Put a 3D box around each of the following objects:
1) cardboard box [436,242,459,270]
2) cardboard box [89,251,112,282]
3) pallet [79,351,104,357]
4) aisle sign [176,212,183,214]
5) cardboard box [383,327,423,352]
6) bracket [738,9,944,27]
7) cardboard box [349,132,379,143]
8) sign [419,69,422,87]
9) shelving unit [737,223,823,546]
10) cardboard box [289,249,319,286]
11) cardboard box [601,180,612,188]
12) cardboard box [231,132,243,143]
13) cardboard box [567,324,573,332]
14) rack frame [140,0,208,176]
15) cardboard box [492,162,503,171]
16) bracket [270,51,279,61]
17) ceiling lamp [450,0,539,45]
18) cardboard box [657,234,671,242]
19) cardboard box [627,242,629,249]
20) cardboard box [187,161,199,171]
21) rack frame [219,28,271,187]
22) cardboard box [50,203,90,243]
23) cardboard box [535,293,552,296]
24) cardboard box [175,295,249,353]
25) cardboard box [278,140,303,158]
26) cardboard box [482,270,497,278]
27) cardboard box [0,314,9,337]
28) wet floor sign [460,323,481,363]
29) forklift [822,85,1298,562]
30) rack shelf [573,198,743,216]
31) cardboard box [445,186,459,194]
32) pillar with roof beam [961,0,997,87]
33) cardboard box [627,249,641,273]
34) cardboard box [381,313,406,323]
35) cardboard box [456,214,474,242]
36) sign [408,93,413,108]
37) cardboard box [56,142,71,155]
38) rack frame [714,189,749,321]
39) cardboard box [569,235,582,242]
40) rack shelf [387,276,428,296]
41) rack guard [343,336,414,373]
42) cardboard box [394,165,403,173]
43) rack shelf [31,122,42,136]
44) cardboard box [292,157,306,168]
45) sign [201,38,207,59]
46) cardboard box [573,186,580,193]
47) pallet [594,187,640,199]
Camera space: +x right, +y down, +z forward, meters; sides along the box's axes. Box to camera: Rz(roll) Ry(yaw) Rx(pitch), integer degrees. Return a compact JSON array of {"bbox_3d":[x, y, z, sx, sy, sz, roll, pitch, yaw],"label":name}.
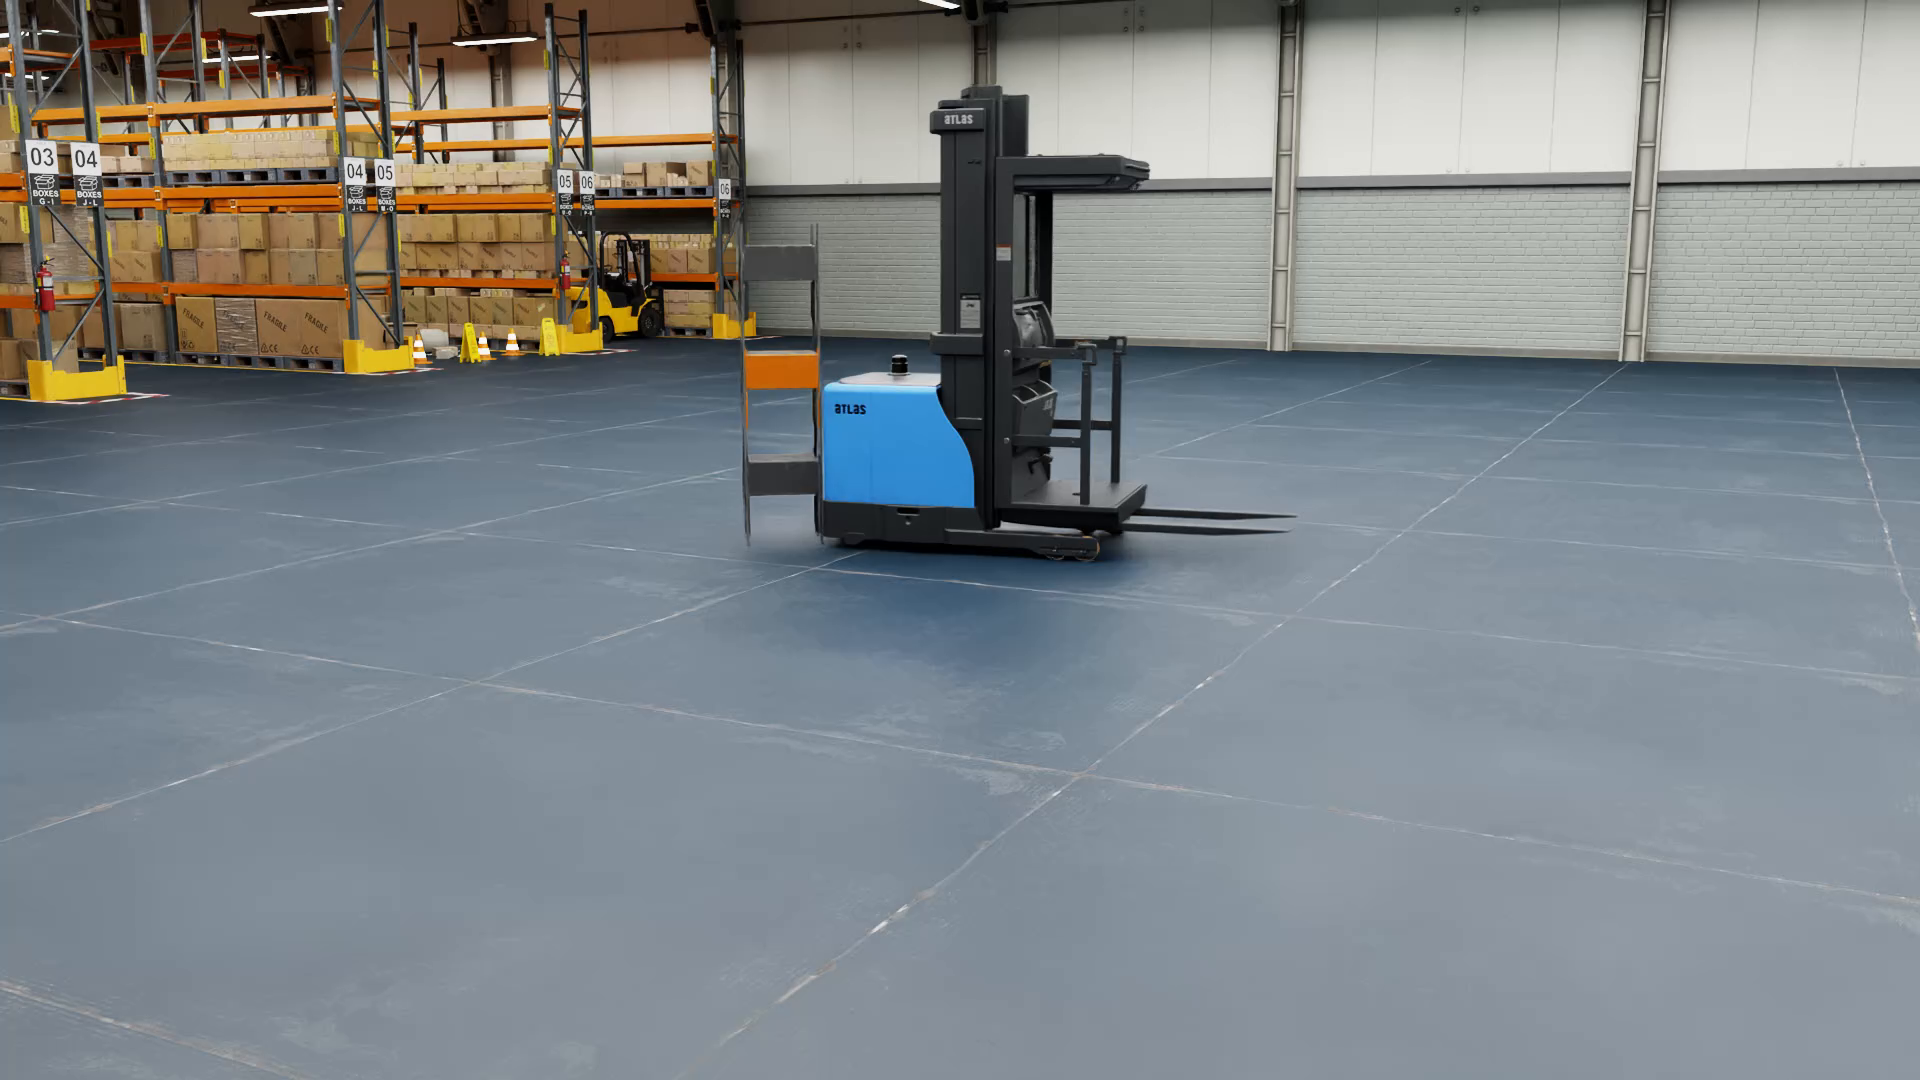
[{"bbox_3d":[-9.298,-5.251,30.705,0.500,0.500,0.500,5,11,25],"label":"cardboard box"},{"bbox_3d":[-14.066,-4.541,27.616,0.500,0.500,0.500,5,11,26],"label":"cardboard box"},{"bbox_3d":[-15.487,-3.282,28.774,1.213,0.211,1.003,5,11,26],"label":"pallet"},{"bbox_3d":[-19.234,-8.188,40.751,0.004,0.787,0.394,5,11,26],"label":"aisle sign"},{"bbox_3d":[-9.582,-3.402,28.617,0.637,0.503,0.797,-2,11,-14],"label":"cardboard box"},{"bbox_3d":[-2.379,-10.318,32.866,4.783,0.066,0.076,5,11,26],"label":"bracket"},{"bbox_3d":[-9.145,-6.176,25.516,0.250,0.149,0.380,5,11,26],"label":"cardboard box"},{"bbox_3d":[-10.218,-8.748,31.452,0.005,0.325,0.100,5,11,26],"label":"sign"},{"bbox_3d":[-1.196,-1.036,11.058,0.503,2.100,0.431,-2,10,-10],"label":"shelving unit"},{"bbox_3d":[-9.842,-4.234,25.780,0.550,0.550,0.875,5,11,26],"label":"cardboard box"},{"bbox_3d":[-7.324,-7.469,34.898,0.250,0.149,0.380,5,12,28],"label":"cardboard box"},{"bbox_3d":[-11.033,-6.211,25.711,0.250,0.149,0.380,5,11,26],"label":"cardboard box"},{"bbox_3d":[-7.488,-3.858,30.667,0.500,0.250,0.500,5,11,25],"label":"cardboard box"},{"bbox_3d":[-12.574,-7.366,26.659,0.127,3.000,1.000,5,11,26],"label":"rack frame"},{"bbox_3d":[-8.193,-6.713,29.945,0.250,0.149,0.380,5,11,26],"label":"cardboard box"},{"bbox_3d":[-16.210,-11.534,39.582,0.430,0.232,0.235,5,11,26],"label":"bracket"},{"bbox_3d":[-9.130,-11.467,32.934,2.000,3.185,0.800,5,11,26],"label":"ceiling lamp"},{"bbox_3d":[-6.063,-6.264,34.482,0.250,0.149,0.380,5,12,27],"label":"cardboard box"},{"bbox_3d":[-6.977,-6.201,34.967,0.250,0.149,0.380,5,11,24],"label":"cardboard box"},{"bbox_3d":[-11.942,-5.899,26.223,0.250,0.149,0.380,5,11,26],"label":"cardboard box"},{"bbox_3d":[-14.061,-8.479,32.813,0.127,3.000,1.000,5,11,26],"label":"rack frame"},{"bbox_3d":[-11.645,-4.089,21.474,0.500,0.500,0.500,5,11,26],"label":"cardboard box"},{"bbox_3d":[-8.754,-5.082,36.379,0.625,0.625,0.875,6,12,28],"label":"cardboard box"},{"bbox_3d":[-12.041,-3.514,27.010,0.875,0.875,0.875,5,11,27],"label":"cardboard box"},{"bbox_3d":[-9.997,-5.936,25.310,0.500,0.250,0.500,5,11,26],"label":"cardboard box"},{"bbox_3d":[-8.495,-4.858,30.356,0.250,0.149,0.380,5,11,25],"label":"cardboard box"},{"bbox_3d":[-16.867,-3.715,29.176,0.500,0.500,0.500,5,11,26],"label":"cardboard box"},{"bbox_3d":[-8.085,-3.254,27.396,0.232,0.644,0.267,3,11,16],"label":"wet floor sign"},{"bbox_3d":[0.668,-1.407,10.773,3.031,2.935,1.130,3,11,16],"label":"forklift"},{"bbox_3d":[-6.488,-6.969,34.914,4.000,0.370,1.077,5,11,26],"label":"rack shelf"},{"bbox_3d":[-9.186,-6.385,30.370,0.250,0.149,0.380,5,11,25],"label":"cardboard box"},{"bbox_3d":[-1.444,-7.680,28.399,0.548,9.000,9.100,5,11,26],"label":"pillar with roof beam"},{"bbox_3d":[-6.628,-5.856,34.886,0.500,0.500,0.500,5,11,26],"label":"cardboard box"},{"bbox_3d":[-10.946,-4.167,32.028,0.625,0.372,0.950,5,11,27],"label":"cardboard box"},{"bbox_3d":[-8.781,-5.716,30.467,0.500,0.500,0.700,5,11,25],"label":"cardboard box"},{"bbox_3d":[-12.100,-9.683,36.621,0.005,0.325,0.100,5,11,26],"label":"sign"},{"bbox_3d":[-11.417,-4.971,21.154,0.250,0.149,0.380,5,11,25],"label":"cardboard box"},{"bbox_3d":[-4.694,-5.690,34.246,0.127,3.000,1.000,5,11,26],"label":"rack frame"},{"bbox_3d":[-8.127,-6.447,35.494,0.250,0.149,0.380,5,12,27],"label":"cardboard box"},{"bbox_3d":[-12.268,-5.016,32.540,4.000,0.370,1.077,5,11,26],"label":"rack shelf"},{"bbox_3d":[-8.965,-2.866,25.664,0.348,0.500,1.175,5,11,26],"label":"rack guard"},{"bbox_3d":[-10.336,-6.880,30.865,0.250,0.149,0.380,5,11,25],"label":"cardboard box"},{"bbox_3d":[-17.955,-7.288,29.371,4.000,0.370,1.077,5,11,26],"label":"rack shelf"},{"bbox_3d":[-9.891,-5.719,25.228,0.250,0.149,0.380,5,11,27],"label":"cardboard box"},{"bbox_3d":[-12.306,-7.990,27.041,0.005,0.325,0.100,5,11,26],"label":"sign"},{"bbox_3d":[-7.041,-6.327,30.050,0.250,0.149,0.380,5,11,26],"label":"cardboard box"},{"bbox_3d":[-7.505,-7.374,35.380,1.213,0.211,1.003,5,11,26],"label":"pallet"}]
